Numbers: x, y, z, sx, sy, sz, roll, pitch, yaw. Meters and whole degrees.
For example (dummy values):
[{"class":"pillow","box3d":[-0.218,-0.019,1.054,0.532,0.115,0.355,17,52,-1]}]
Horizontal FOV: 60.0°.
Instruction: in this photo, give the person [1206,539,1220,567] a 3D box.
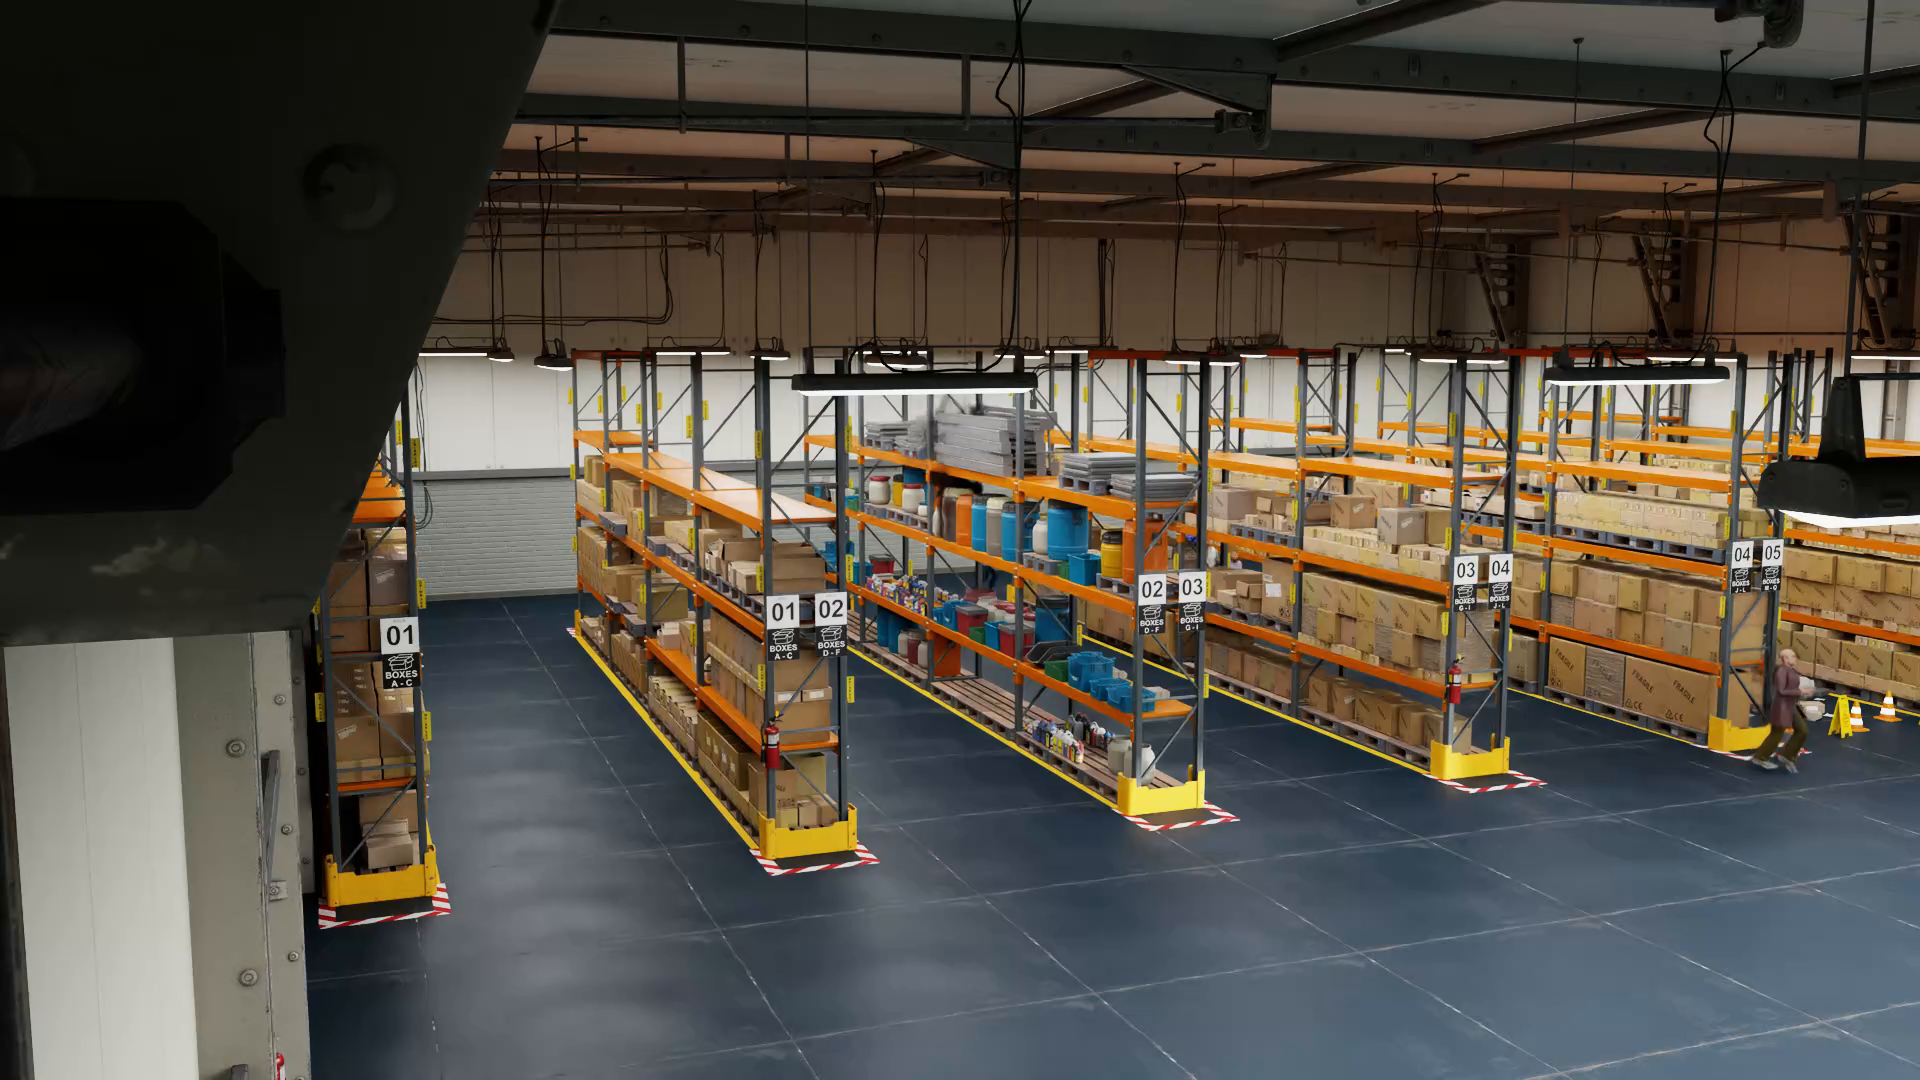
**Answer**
[{"class":"person","box3d":[5.545,0.709,37.463,0.656,1.701,0.819,-3,8,-21]}]

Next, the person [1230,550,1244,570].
[{"class":"person","box3d":[5.934,0.988,36.246,0.631,1.548,0.651,-2,7,-18]}]

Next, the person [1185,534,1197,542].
[{"class":"person","box3d":[5.640,0.415,40.991,0.773,1.712,0.639,-5,9,-36]}]

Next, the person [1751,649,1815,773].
[{"class":"person","box3d":[11.908,2.485,24.000,0.785,1.849,0.687,6,9,41]}]

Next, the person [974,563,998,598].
[{"class":"person","box3d":[0.654,0.612,39.717,0.713,1.640,0.523,-1,7,-7]}]
